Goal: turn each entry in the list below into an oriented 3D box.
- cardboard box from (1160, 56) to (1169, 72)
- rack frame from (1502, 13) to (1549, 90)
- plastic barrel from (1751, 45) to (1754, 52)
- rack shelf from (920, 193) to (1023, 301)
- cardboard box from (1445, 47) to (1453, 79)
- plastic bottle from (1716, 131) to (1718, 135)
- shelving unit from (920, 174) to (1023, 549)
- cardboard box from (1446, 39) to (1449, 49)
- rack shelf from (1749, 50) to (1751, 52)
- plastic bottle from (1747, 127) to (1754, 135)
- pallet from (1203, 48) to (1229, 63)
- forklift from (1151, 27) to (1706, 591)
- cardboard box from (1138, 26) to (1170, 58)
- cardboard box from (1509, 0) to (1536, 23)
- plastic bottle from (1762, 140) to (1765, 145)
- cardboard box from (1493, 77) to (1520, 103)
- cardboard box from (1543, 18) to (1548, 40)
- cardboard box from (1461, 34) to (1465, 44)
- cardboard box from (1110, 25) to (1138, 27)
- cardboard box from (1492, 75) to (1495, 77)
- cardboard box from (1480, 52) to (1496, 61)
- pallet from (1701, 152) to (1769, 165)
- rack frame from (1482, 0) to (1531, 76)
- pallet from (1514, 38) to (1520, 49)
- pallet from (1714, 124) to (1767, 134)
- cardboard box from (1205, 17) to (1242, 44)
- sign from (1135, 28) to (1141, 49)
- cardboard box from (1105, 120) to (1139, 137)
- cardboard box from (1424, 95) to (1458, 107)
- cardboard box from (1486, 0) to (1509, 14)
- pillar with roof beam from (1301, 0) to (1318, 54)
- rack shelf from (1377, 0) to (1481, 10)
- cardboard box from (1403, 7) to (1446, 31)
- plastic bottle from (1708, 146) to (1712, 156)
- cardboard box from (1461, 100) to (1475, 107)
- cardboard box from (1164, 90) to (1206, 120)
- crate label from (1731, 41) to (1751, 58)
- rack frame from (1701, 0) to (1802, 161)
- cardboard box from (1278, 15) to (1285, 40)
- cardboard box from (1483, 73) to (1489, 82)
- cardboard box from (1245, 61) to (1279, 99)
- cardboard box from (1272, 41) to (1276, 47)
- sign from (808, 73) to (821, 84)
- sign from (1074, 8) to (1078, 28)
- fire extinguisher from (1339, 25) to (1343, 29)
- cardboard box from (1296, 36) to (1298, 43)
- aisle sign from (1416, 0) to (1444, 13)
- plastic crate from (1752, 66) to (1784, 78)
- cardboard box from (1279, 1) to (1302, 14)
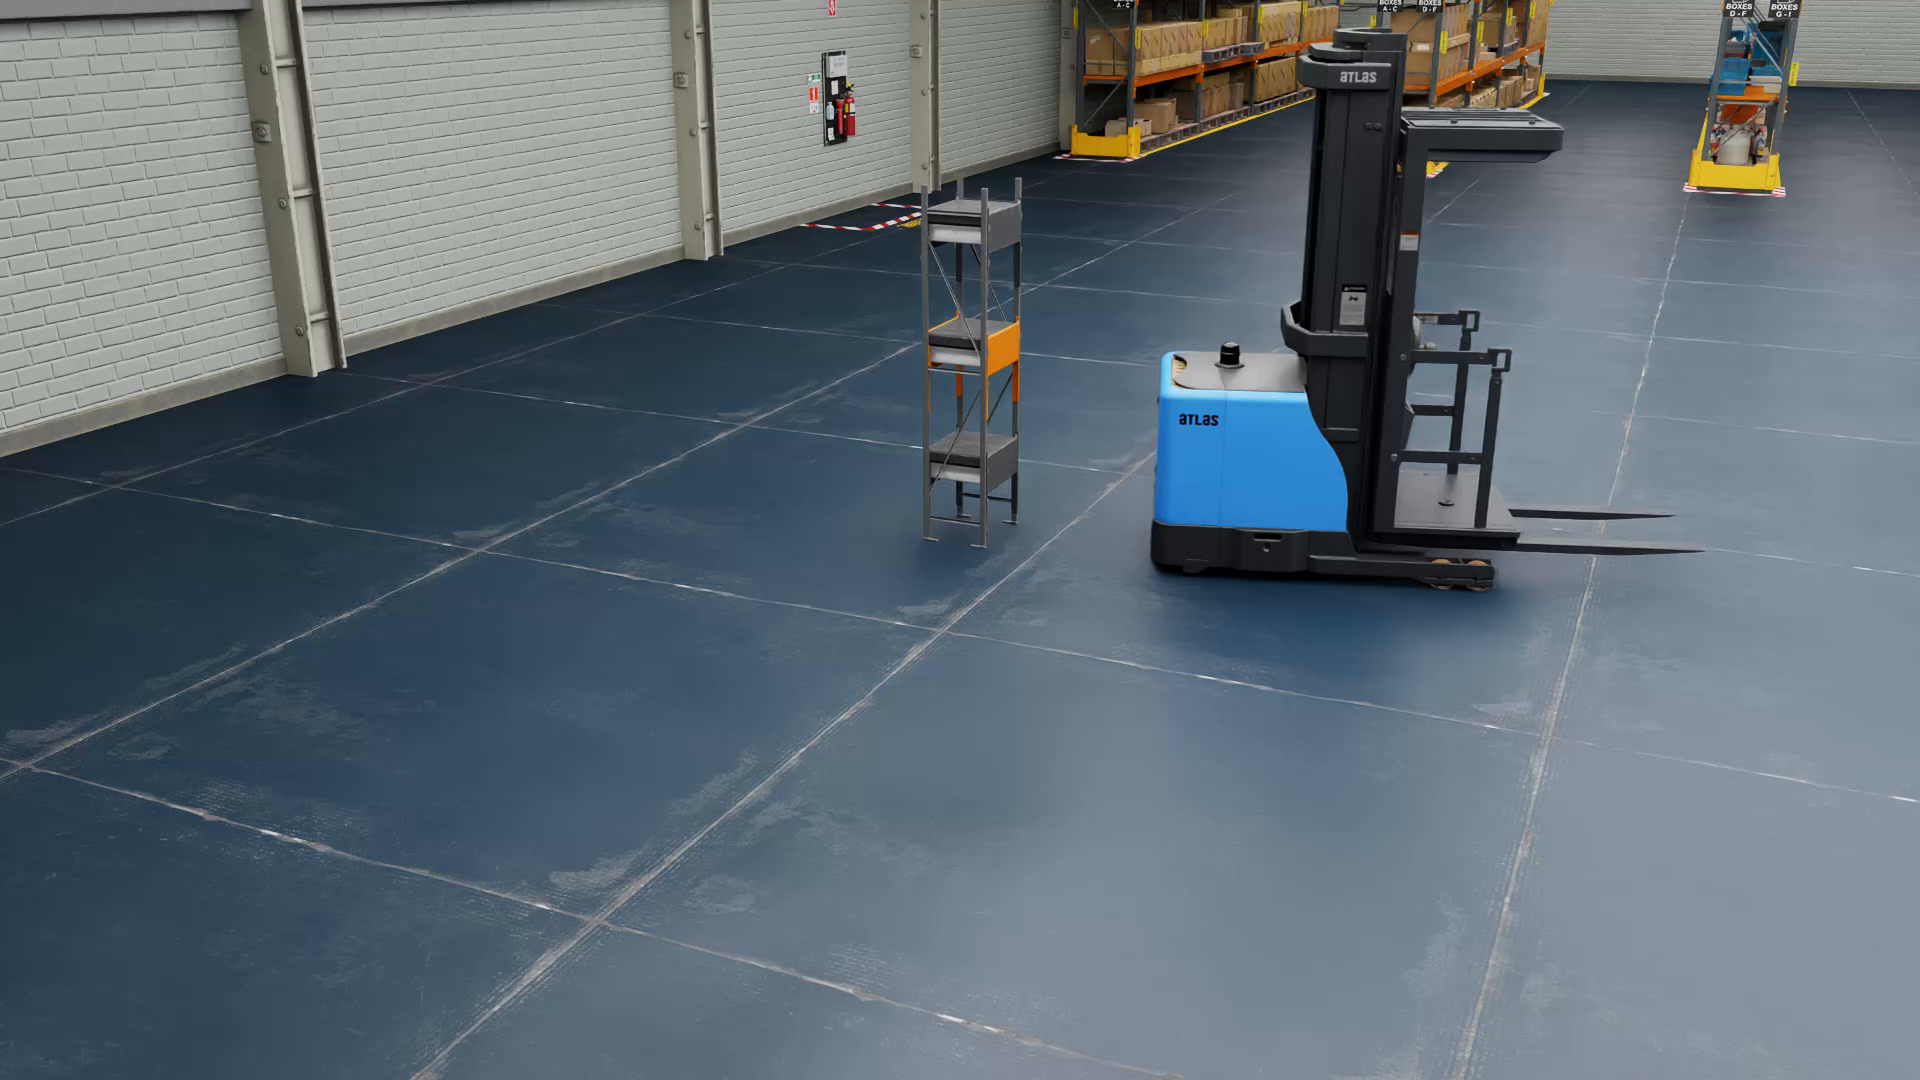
[{"bbox_3d":[3.364,-8.372,29.227,0.500,0.250,0.500,8,21,22],"label":"cardboard box"},{"bbox_3d":[13.534,-12.225,39.866,1.000,3.000,0.127,9,21,23],"label":"rack frame"},{"bbox_3d":[14.549,-8.807,30.090,0.421,0.512,0.421,0,20,0],"label":"plastic barrel"},{"bbox_3d":[0.068,-1.687,9.529,0.431,0.518,0.480,9,21,23],"label":"rack shelf"},{"bbox_3d":[7.816,-7.995,27.824,0.700,0.500,0.500,9,22,24],"label":"cardboard box"},{"bbox_3d":[12.500,-6.660,27.626,0.152,0.276,0.135,9,22,25],"label":"plastic bottle"},{"bbox_3d":[0.068,-1.040,9.759,0.431,2.100,0.503,9,21,23],"label":"shelving unit"},{"bbox_3d":[7.760,-8.092,27.130,0.380,0.149,0.250,8,21,21],"label":"cardboard box"},{"bbox_3d":[17.232,-10.593,36.353,1.077,0.370,4.000,9,21,23],"label":"rack shelf"},{"bbox_3d":[13.005,-6.618,27.398,0.144,0.351,0.185,9,21,23],"label":"plastic bottle"},{"bbox_3d":[4.545,-9.358,32.092,1.003,0.211,1.213,9,21,23],"label":"pallet"},{"bbox_3d":[2.641,-1.287,9.215,3.031,2.935,1.130,2,20,7],"label":"forklift"},{"bbox_3d":[3.360,-8.716,29.074,0.500,0.500,0.500,8,21,21],"label":"cardboard box"},{"bbox_3d":[12.345,-11.625,36.540,0.500,0.500,0.500,9,22,24],"label":"cardboard box"},{"bbox_3d":[12.635,-6.158,26.206,0.061,0.283,0.133,9,21,24],"label":"plastic bottle"},{"bbox_3d":[11.745,-9.691,35.817,0.500,0.500,0.500,9,21,23],"label":"cardboard box"},{"bbox_3d":[13.599,-12.097,39.359,0.500,0.500,0.500,9,22,24],"label":"cardboard box"},{"bbox_3d":[8.496,-8.641,28.672,0.380,0.149,0.250,8,21,21],"label":"cardboard box"},{"bbox_3d":[2.883,-8.789,29.279,0.500,0.500,0.500,8,21,21],"label":"cardboard box"},{"bbox_3d":[11.475,-9.917,36.451,0.500,0.500,0.500,8,21,20],"label":"cardboard box"},{"bbox_3d":[10.142,-9.348,32.152,0.380,0.149,0.250,9,21,23],"label":"cardboard box"},{"bbox_3d":[12.326,-5.988,26.491,1.003,0.211,1.213,9,21,23],"label":"pallet"},{"bbox_3d":[11.896,-11.002,36.428,1.000,3.000,0.127,9,21,23],"label":"rack frame"},{"bbox_3d":[11.469,-10.682,35.815,1.003,0.211,1.213,9,21,23],"label":"pallet"},{"bbox_3d":[14.423,-7.553,30.892,1.003,0.211,1.213,9,21,23],"label":"pallet"},{"bbox_3d":[5.350,-10.392,33.908,0.700,0.500,0.500,6,21,18],"label":"cardboard box"},{"bbox_3d":[2.956,-8.346,27.667,0.100,0.325,0.005,9,21,23],"label":"sign"},{"bbox_3d":[2.826,-7.152,28.958,0.500,0.311,0.500,6,20,17],"label":"cardboard box"},{"bbox_3d":[8.213,-7.336,28.477,0.500,0.500,0.500,9,21,23],"label":"cardboard box"},{"bbox_3d":[11.867,-11.710,36.778,0.500,0.500,0.500,9,21,23],"label":"cardboard box"},{"bbox_3d":[13.257,-16.083,41.763,9.100,9.000,0.400,9,21,23],"label":"pillar with roof beam"},{"bbox_3d":[7.801,-9.019,27.450,1.077,0.370,4.000,9,21,23],"label":"rack shelf"},{"bbox_3d":[7.417,-8.310,26.775,0.700,0.500,0.500,8,21,21],"label":"cardboard box"},{"bbox_3d":[11.852,-6.163,26.342,0.097,0.201,0.097,0,20,0],"label":"plastic bottle"},{"bbox_3d":[9.016,-7.815,30.107,0.500,0.311,0.500,9,21,23],"label":"cardboard box"},{"bbox_3d":[4.385,-8.492,32.444,0.700,0.500,0.500,9,22,25],"label":"cardboard box"},{"bbox_3d":[14.122,-8.848,30.320,0.502,0.435,0.616,9,21,23],"label":"crate label"},{"bbox_3d":[11.499,-6.653,24.199,1.000,3.000,0.127,9,21,23],"label":"rack frame"},{"bbox_3d":[6.803,-11.238,36.470,0.500,0.500,0.500,9,22,24],"label":"cardboard box"},{"bbox_3d":[10.861,-9.811,35.035,0.500,0.250,0.500,8,21,22],"label":"cardboard box"},{"bbox_3d":[6.522,-10.116,36.520,0.750,0.750,0.750,8,21,22],"label":"cardboard box"},{"bbox_3d":[6.701,-10.888,36.453,0.380,0.149,0.250,9,21,23],"label":"cardboard box"},{"bbox_3d":[-1.856,-5.872,21.160,0.001,0.109,0.331,9,21,23],"label":"sign"},{"bbox_3d":[1.963,-8.789,28.005,0.100,0.325,0.005,9,21,23],"label":"sign"},{"bbox_3d":[9.496,-12.674,41.801,0.296,0.674,0.183,9,21,23],"label":"fire extinguisher"},{"bbox_3d":[7.495,-11.429,37.975,0.380,0.149,0.250,9,21,23],"label":"cardboard box"},{"bbox_3d":[7.234,-8.496,25.503,0.394,0.787,0.004,9,21,23],"label":"aisle sign"},{"bbox_3d":[12.932,-7.430,26.606,0.499,0.251,0.616,9,21,23],"label":"plastic crate"},{"bbox_3d":[7.417,-12.053,37.640,0.500,0.250,0.500,9,22,24],"label":"cardboard box"}]
